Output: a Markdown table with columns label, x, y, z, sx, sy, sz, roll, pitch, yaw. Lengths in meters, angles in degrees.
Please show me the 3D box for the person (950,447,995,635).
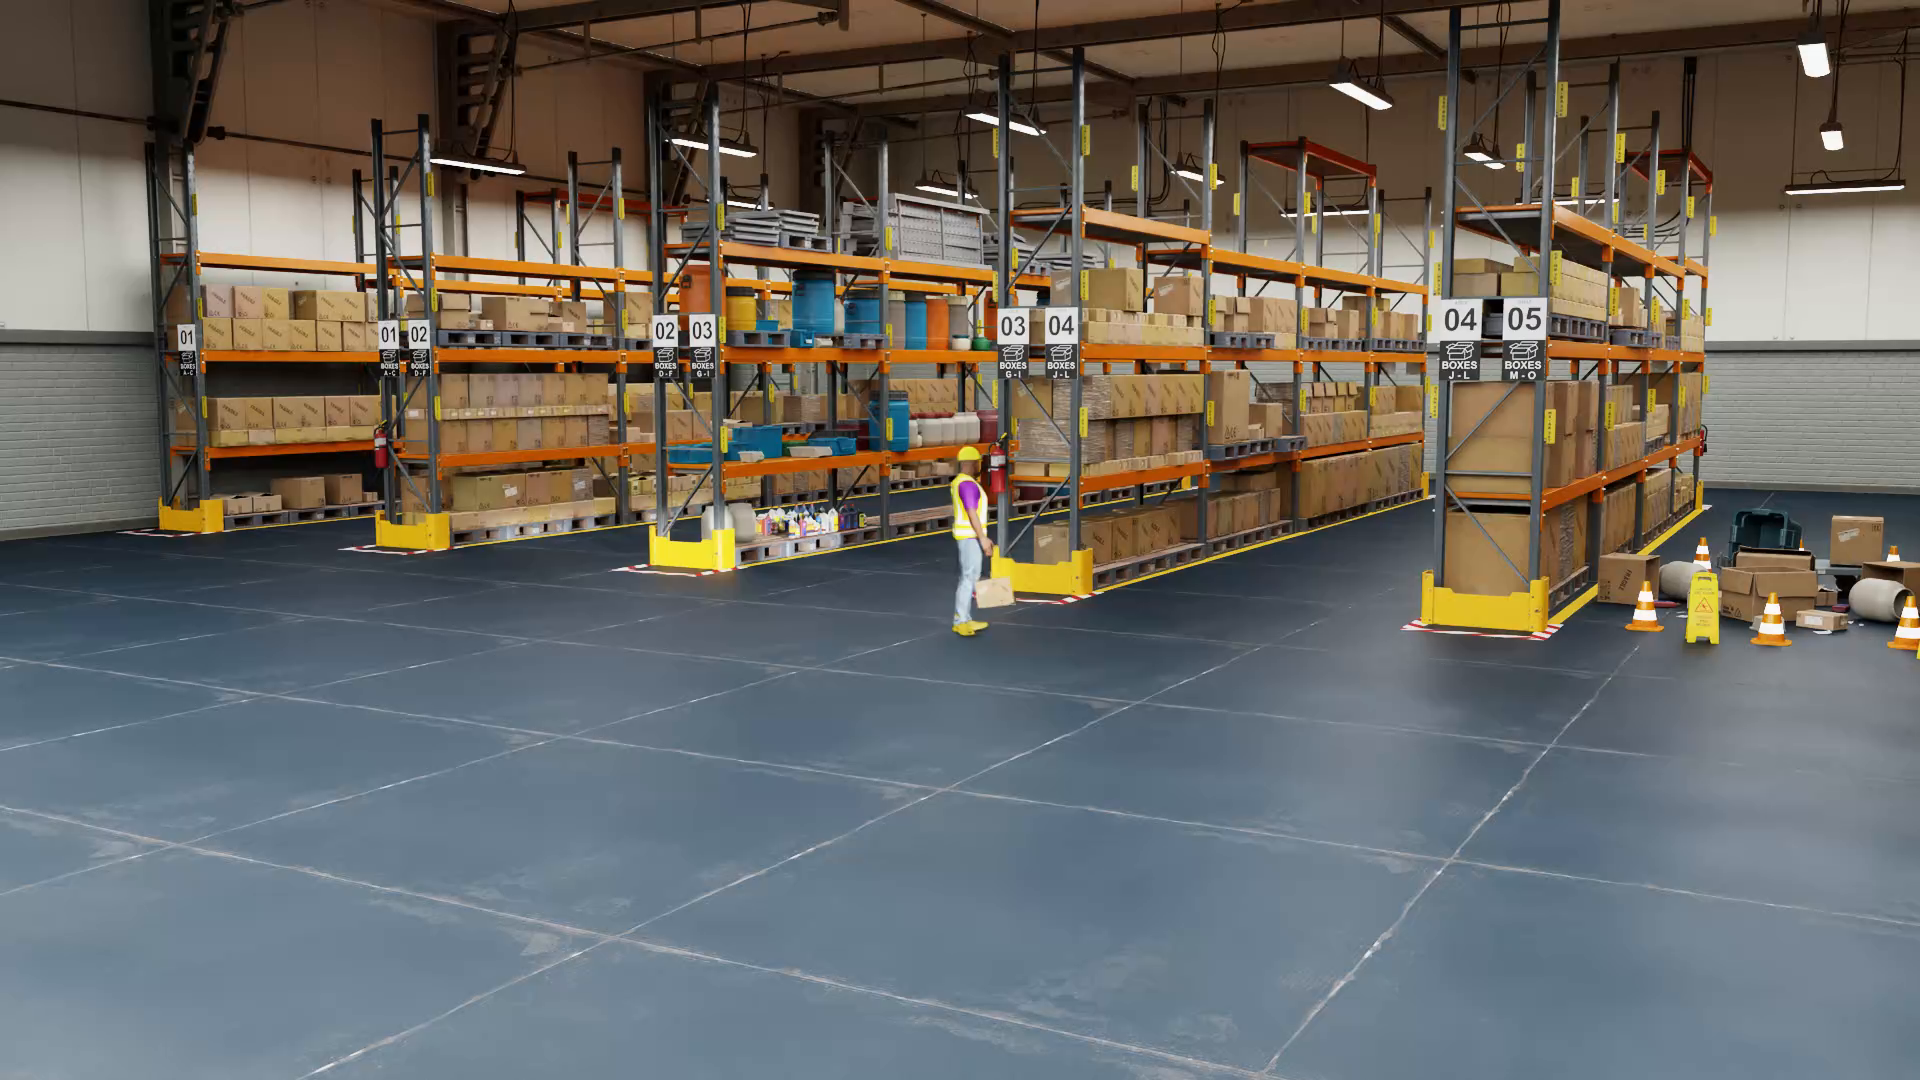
| label | x | y | z | sx | sy | sz | roll | pitch | yaw |
| --- | --- | --- | --- | --- | --- | --- | --- | --- | --- |
| person | 0.116 | -0.007 | 15.917 | 0.396 | 1.768 | 0.671 | -1 | 6 | -6 |
